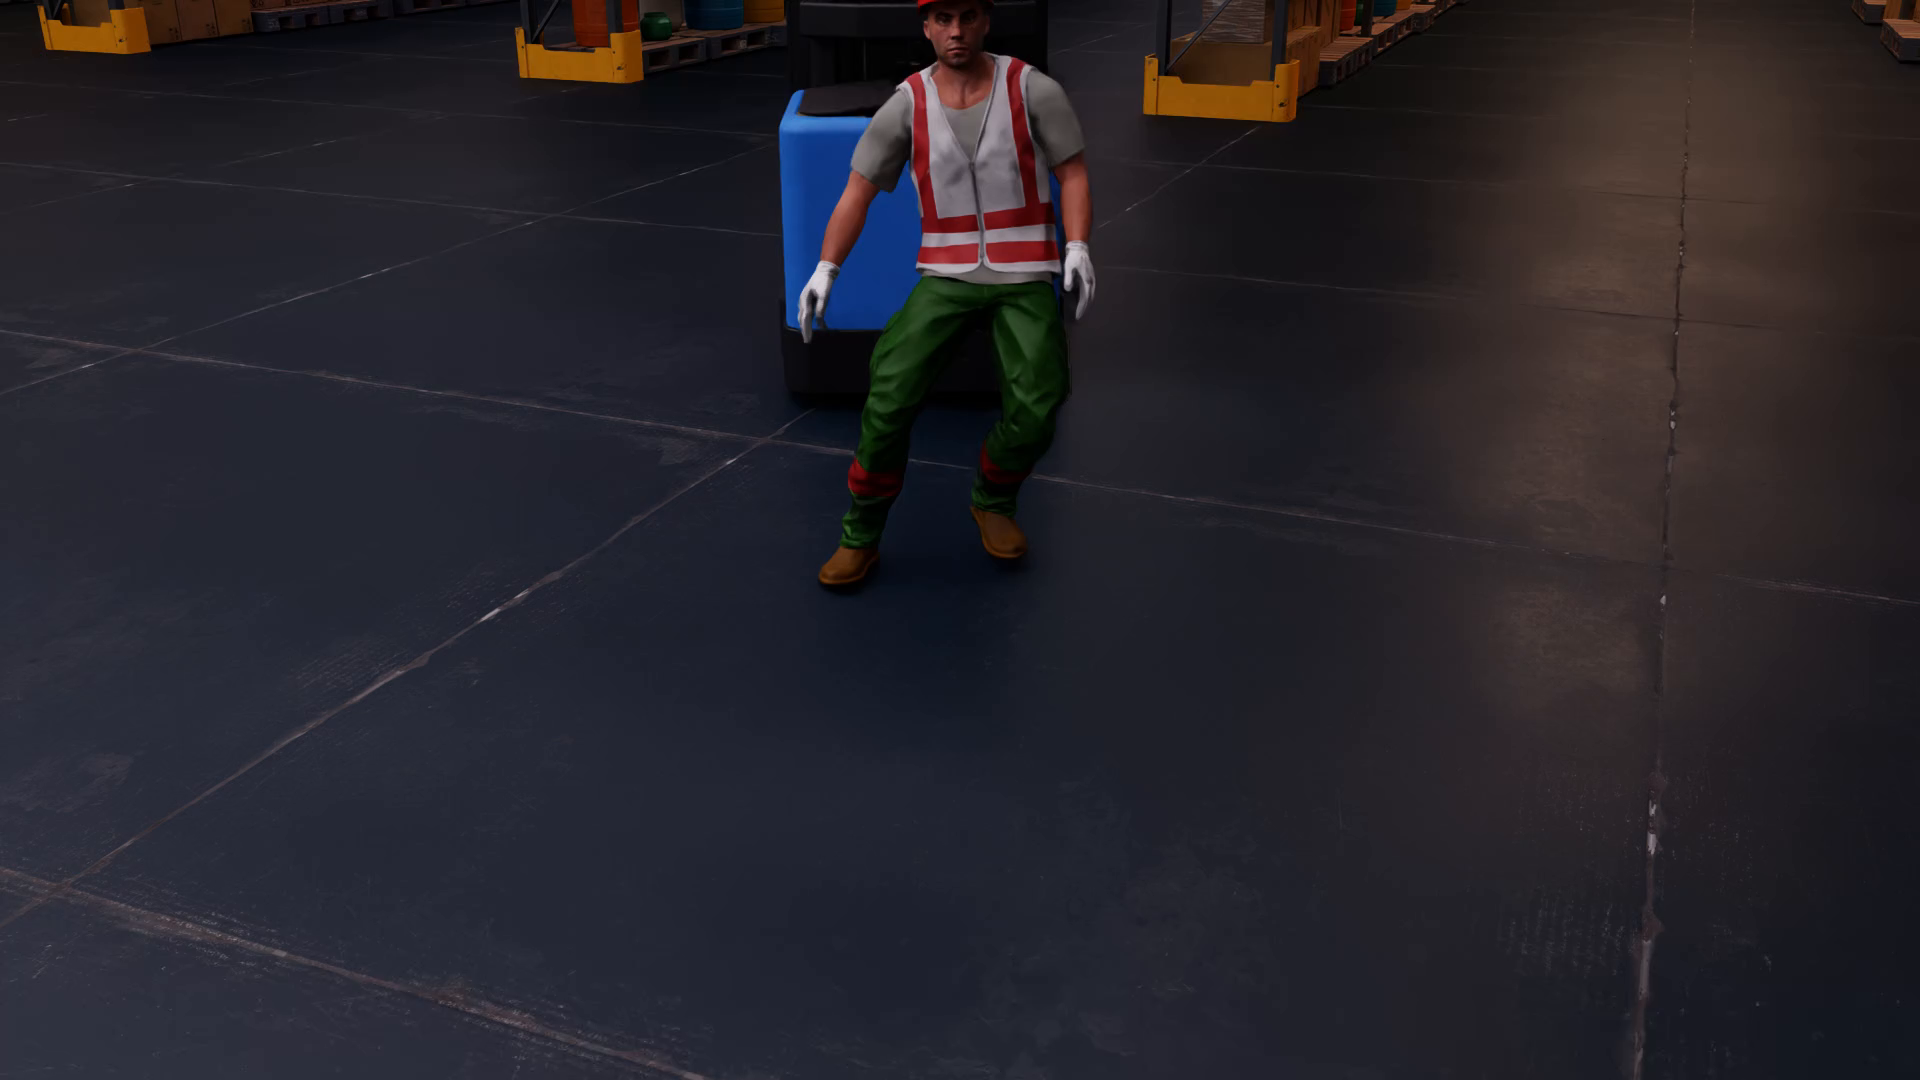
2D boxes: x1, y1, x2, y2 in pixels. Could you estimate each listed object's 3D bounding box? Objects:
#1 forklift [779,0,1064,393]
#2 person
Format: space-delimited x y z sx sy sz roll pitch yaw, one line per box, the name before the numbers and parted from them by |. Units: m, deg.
forklift | -0.187 -2.423 7.090 1.130 2.935 3.031 -1 23 -2
person | -0.023 -0.714 4.607 0.816 1.700 0.546 2 23 5
